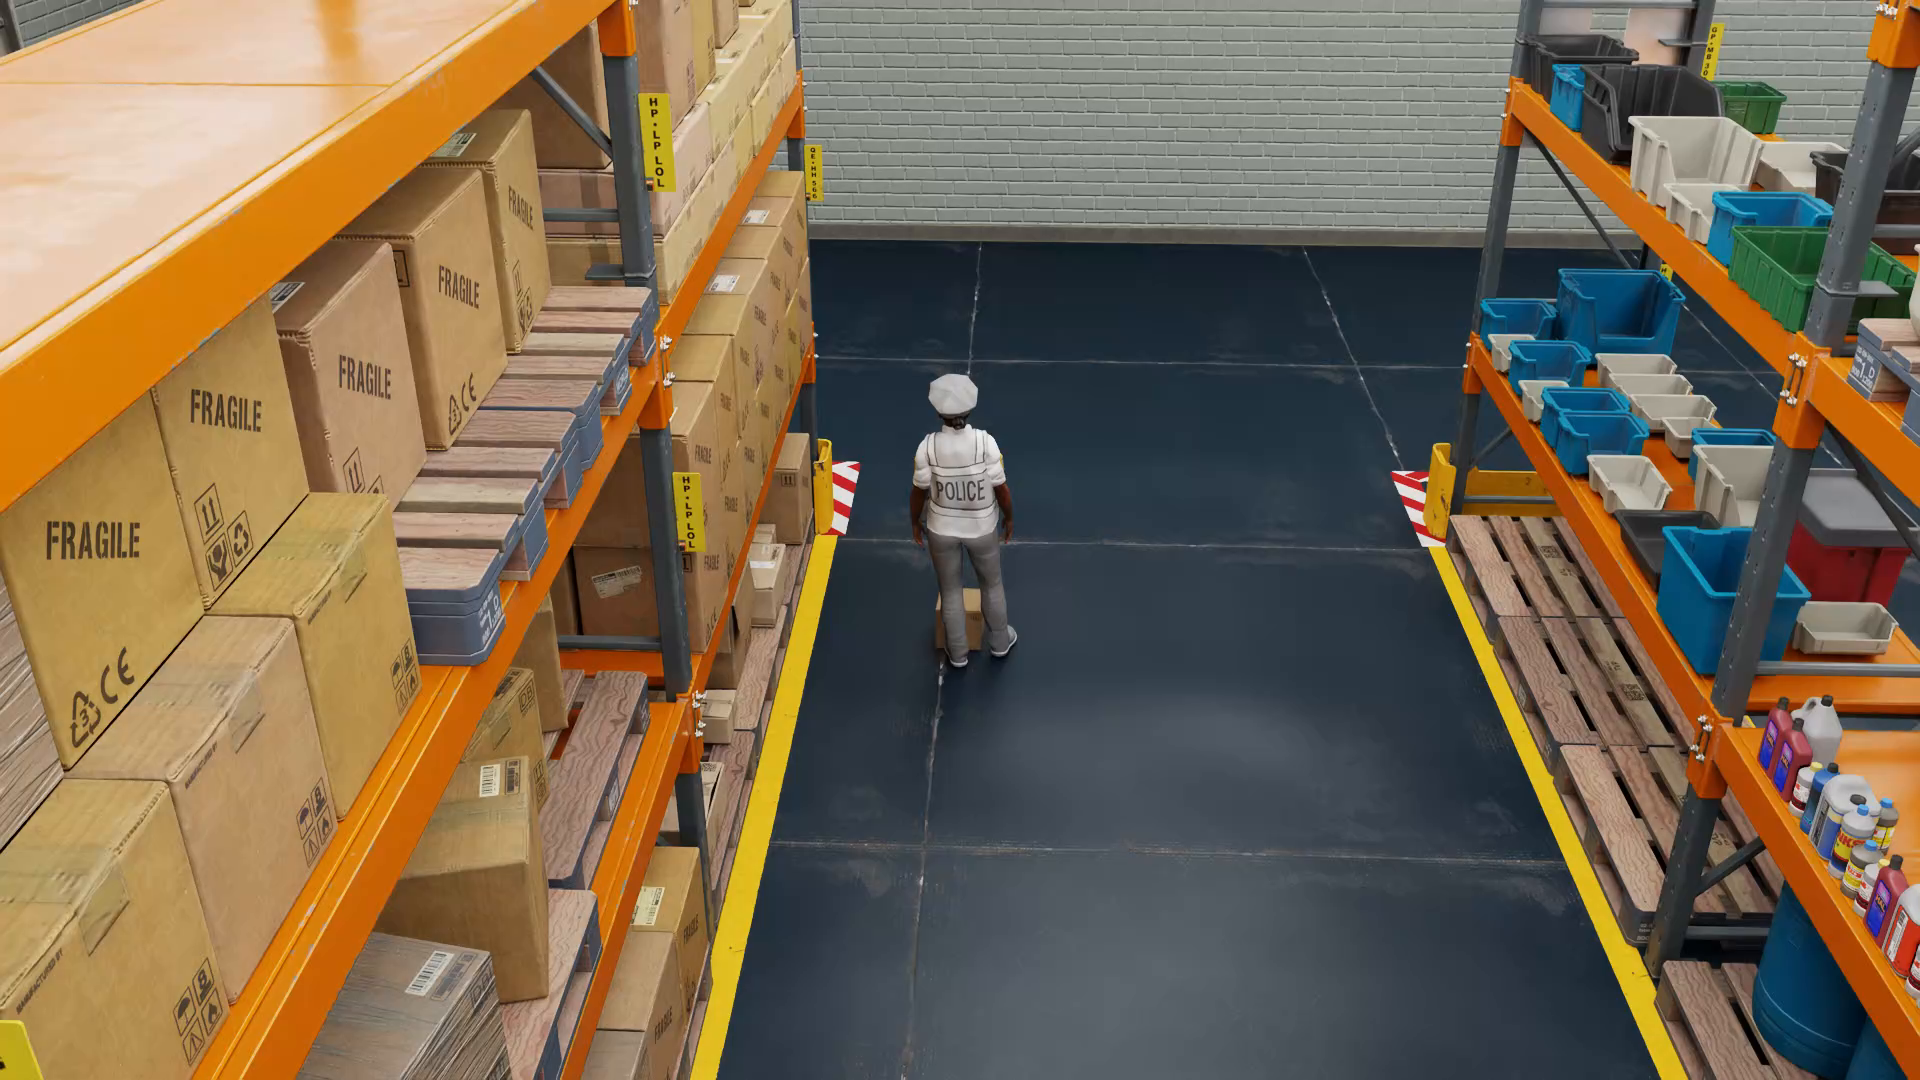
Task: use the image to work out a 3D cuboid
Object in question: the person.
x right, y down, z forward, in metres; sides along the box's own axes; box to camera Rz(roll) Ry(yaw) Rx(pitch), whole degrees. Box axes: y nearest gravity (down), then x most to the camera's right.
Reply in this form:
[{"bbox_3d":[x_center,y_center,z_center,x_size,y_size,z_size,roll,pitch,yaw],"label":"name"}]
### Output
[{"bbox_3d":[0.027,-0.108,8.768,0.569,1.696,0.528,1,28,2],"label":"person"}]
